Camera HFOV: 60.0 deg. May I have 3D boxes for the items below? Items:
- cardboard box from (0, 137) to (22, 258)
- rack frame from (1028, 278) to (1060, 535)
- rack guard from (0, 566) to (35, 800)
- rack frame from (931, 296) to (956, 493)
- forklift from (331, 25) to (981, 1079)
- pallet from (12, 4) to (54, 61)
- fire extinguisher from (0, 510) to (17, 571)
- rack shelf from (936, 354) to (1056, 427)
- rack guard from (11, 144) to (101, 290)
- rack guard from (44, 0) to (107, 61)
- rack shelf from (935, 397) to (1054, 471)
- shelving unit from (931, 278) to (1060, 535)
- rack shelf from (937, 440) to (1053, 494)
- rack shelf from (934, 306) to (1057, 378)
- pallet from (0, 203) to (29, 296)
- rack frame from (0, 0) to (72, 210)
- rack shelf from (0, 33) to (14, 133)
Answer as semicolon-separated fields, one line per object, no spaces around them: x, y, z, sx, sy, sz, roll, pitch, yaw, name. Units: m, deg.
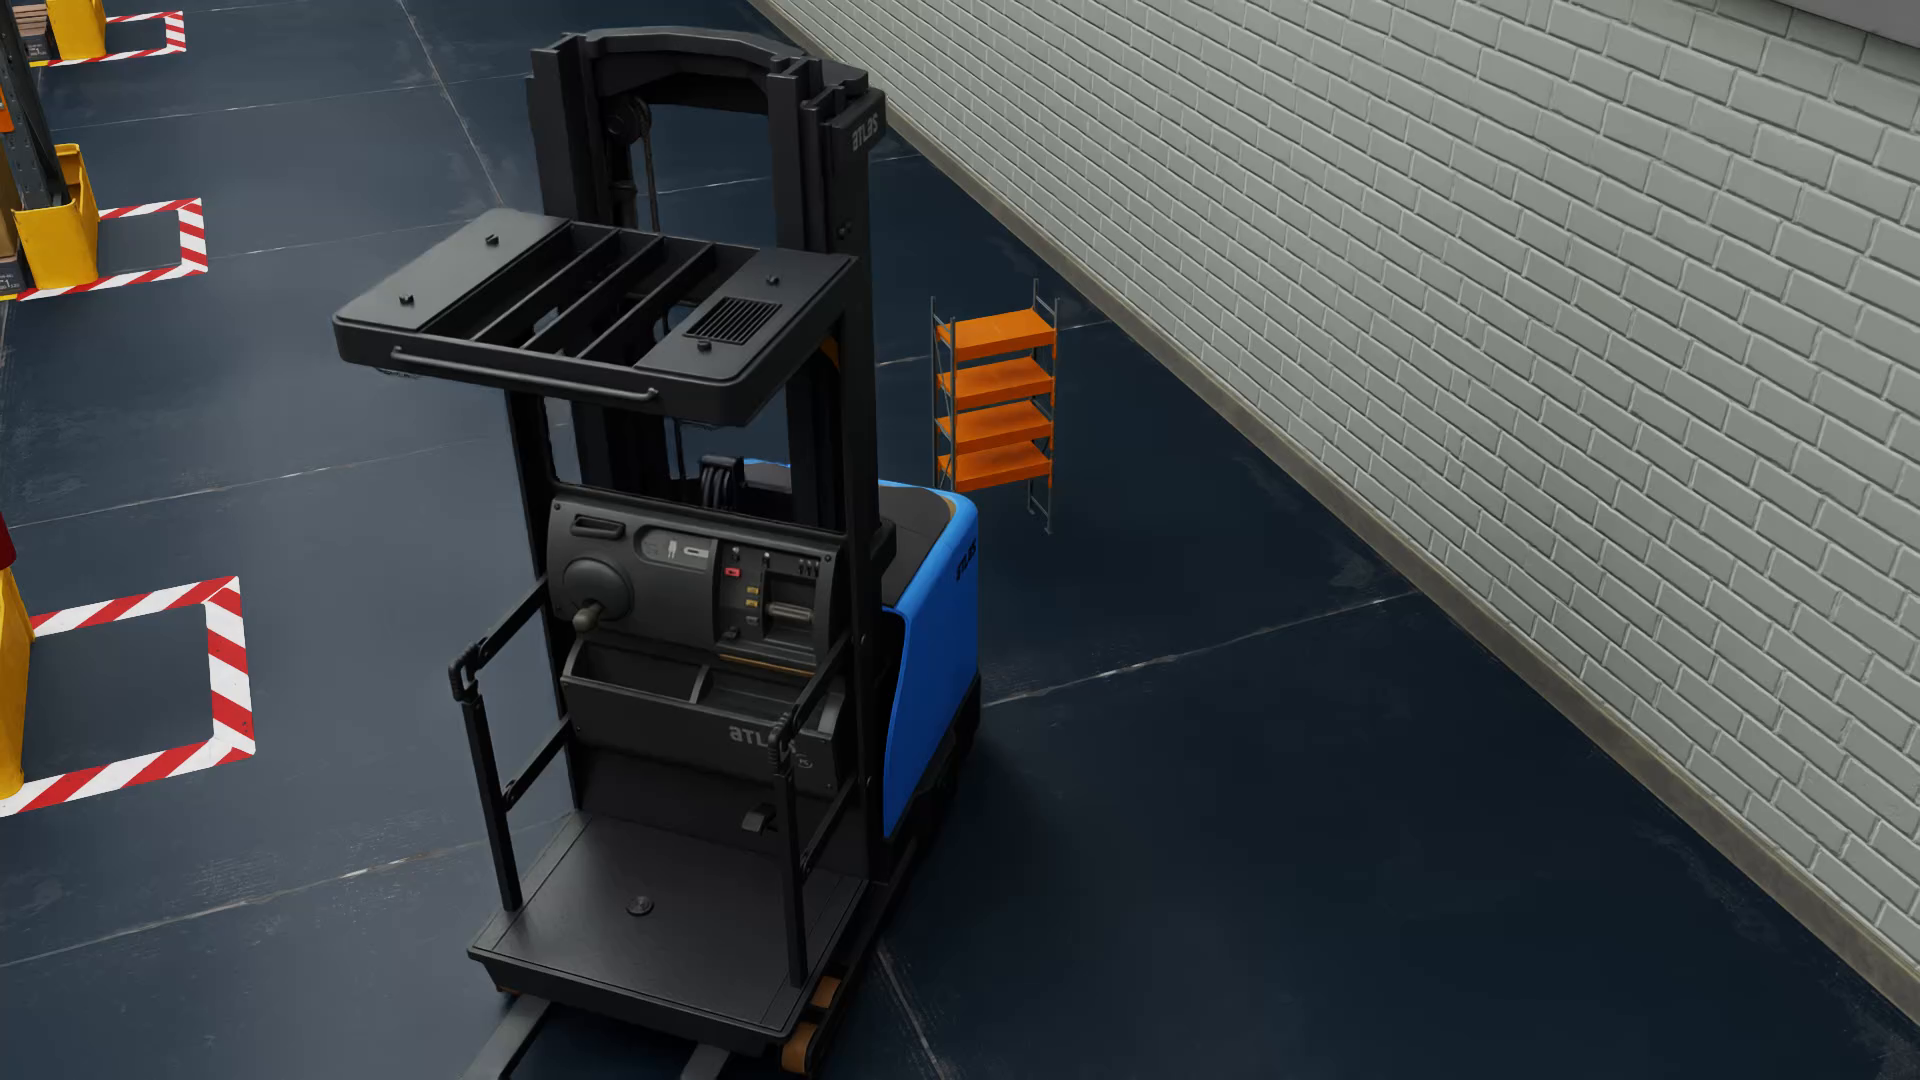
-6.238;-2.195;9.936;0.875;0.875;0.875;-13;35;-19;cardboard box
0.378;-0.589;7.556;0.015;1.200;0.240;-13;35;-19;rack frame
-3.922;0.494;6.532;0.348;0.500;1.175;-13;35;-19;rack guard
-0.072;-0.486;7.397;0.015;1.200;0.240;-13;35;-19;rack frame
-0.871;0.187;4.775;1.130;2.935;3.031;10;34;15;forklift
-8.372;-4.252;14.092;1.213;0.211;1.003;-13;35;-19;pallet
-3.441;-0.202;5.723;0.183;0.674;0.296;-13;35;-19;fire extinguisher
0.153;-0.669;7.391;0.480;0.148;0.258;-13;35;-19;rack shelf
-5.657;-2.042;10.431;0.348;0.500;1.175;-13;35;-19;rack guard
-7.579;-4.540;14.268;0.348;0.500;1.175;-13;35;-19;rack guard
0.153;-0.481;7.513;0.480;0.148;0.258;-13;35;-19;rack shelf
0.153;-0.538;7.476;0.503;1.200;0.258;-13;35;-19;shelving unit
0.153;-0.315;7.621;0.480;0.148;0.258;-13;35;-19;rack shelf
0.153;-0.867;7.262;0.480;0.148;0.258;-13;35;-19;rack shelf
-6.386;-1.708;10.182;1.213;0.211;1.003;-13;35;-19;pallet
-5.679;-3.085;9.741;0.127;3.000;1.000;-13;35;-19;rack frame
-7.523;-2.361;9.288;4.000;0.370;1.077;-13;35;-19;rack shelf
